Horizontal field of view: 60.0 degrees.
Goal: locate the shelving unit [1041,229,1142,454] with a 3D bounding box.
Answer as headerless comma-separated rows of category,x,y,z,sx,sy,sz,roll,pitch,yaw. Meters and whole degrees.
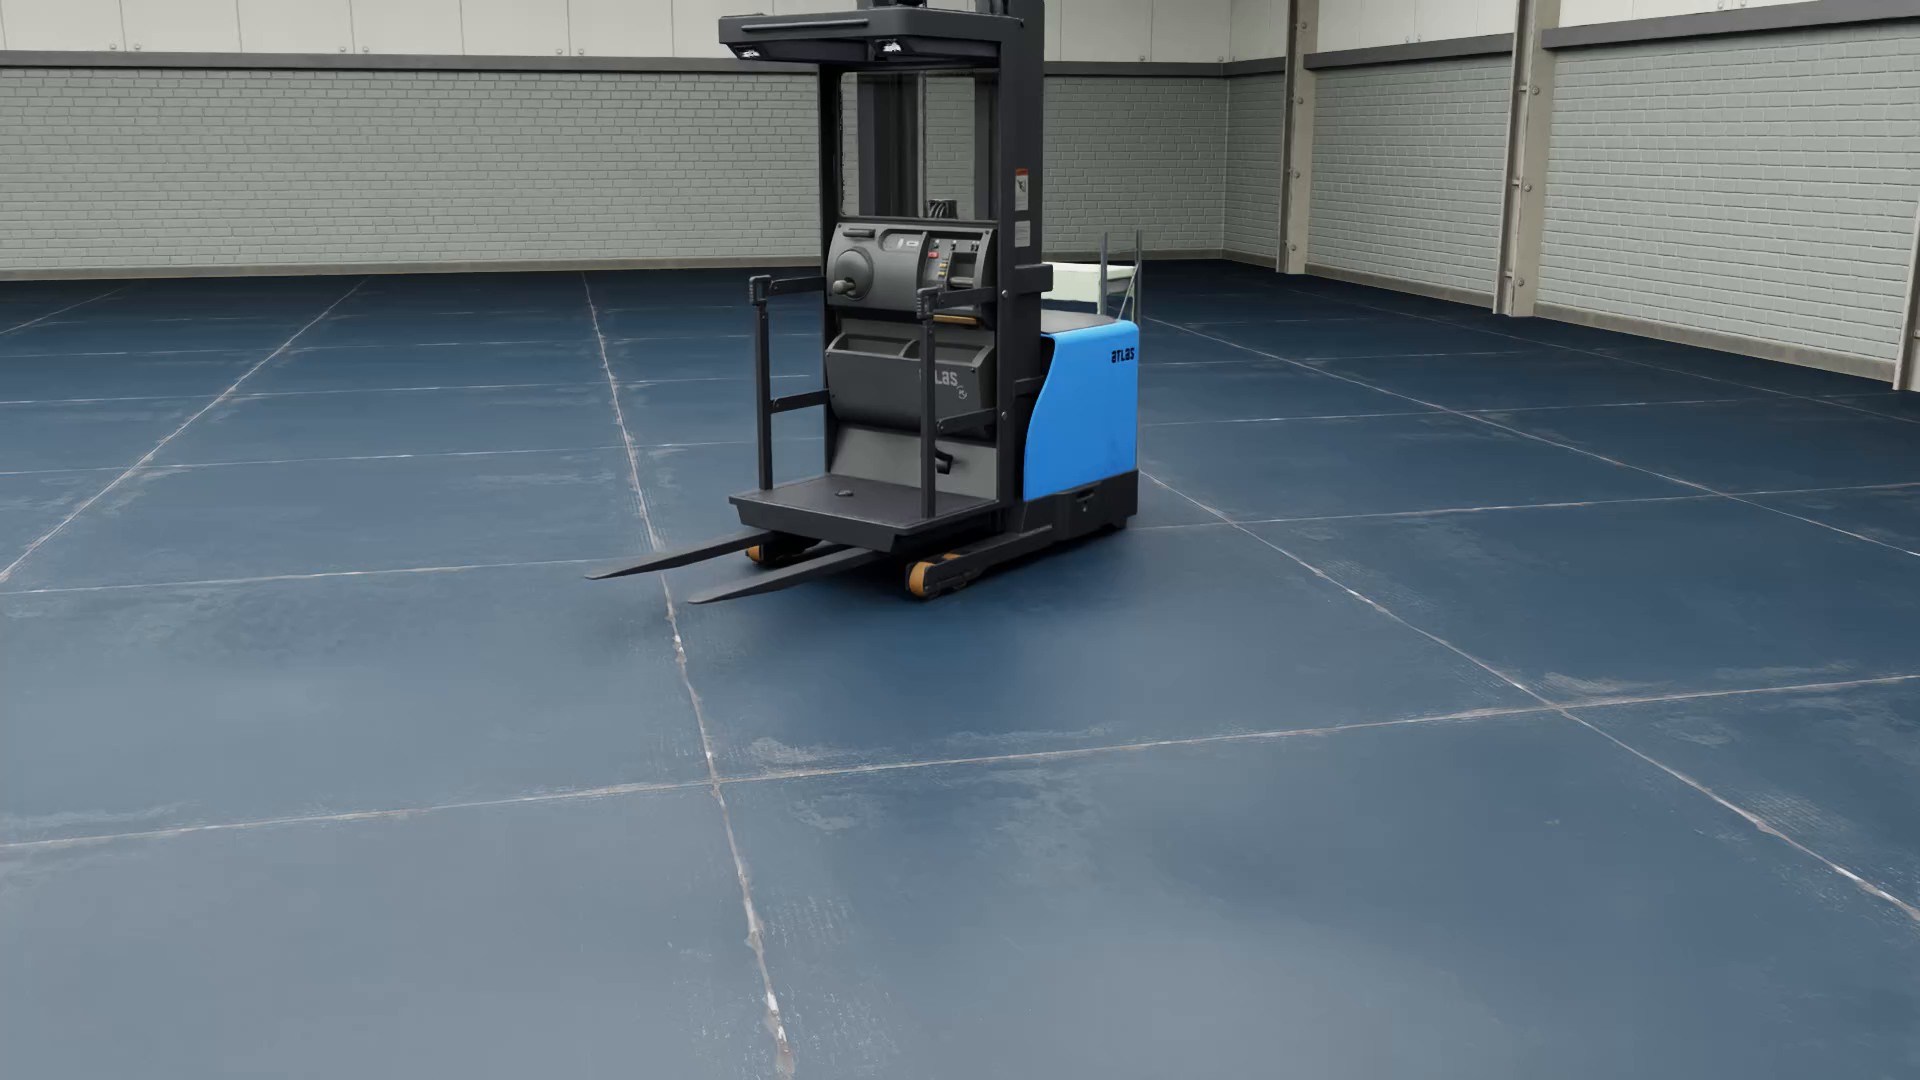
shelving unit,0.558,-0.954,9.169,0.755,1.500,0.431,10,17,34

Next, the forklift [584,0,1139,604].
forklift,-0.369,-1.294,7.549,1.130,2.935,3.031,10,17,36

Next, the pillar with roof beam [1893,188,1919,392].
pillar with roof beam,3.531,-5.314,11.215,9.100,9.000,0.400,-3,14,-13

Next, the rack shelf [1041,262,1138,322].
rack shelf,0.558,-1.333,9.077,0.720,0.370,0.431,10,17,34

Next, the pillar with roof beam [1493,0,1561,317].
pillar with roof beam,2.122,-6.698,16.881,9.100,9.000,0.400,-3,14,-13

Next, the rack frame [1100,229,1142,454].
rack frame,0.856,-0.904,8.964,0.023,1.500,0.400,10,17,34

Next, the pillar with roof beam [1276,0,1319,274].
pillar with roof beam,0.713,-8.082,22.547,9.100,9.000,0.400,-3,14,-13
